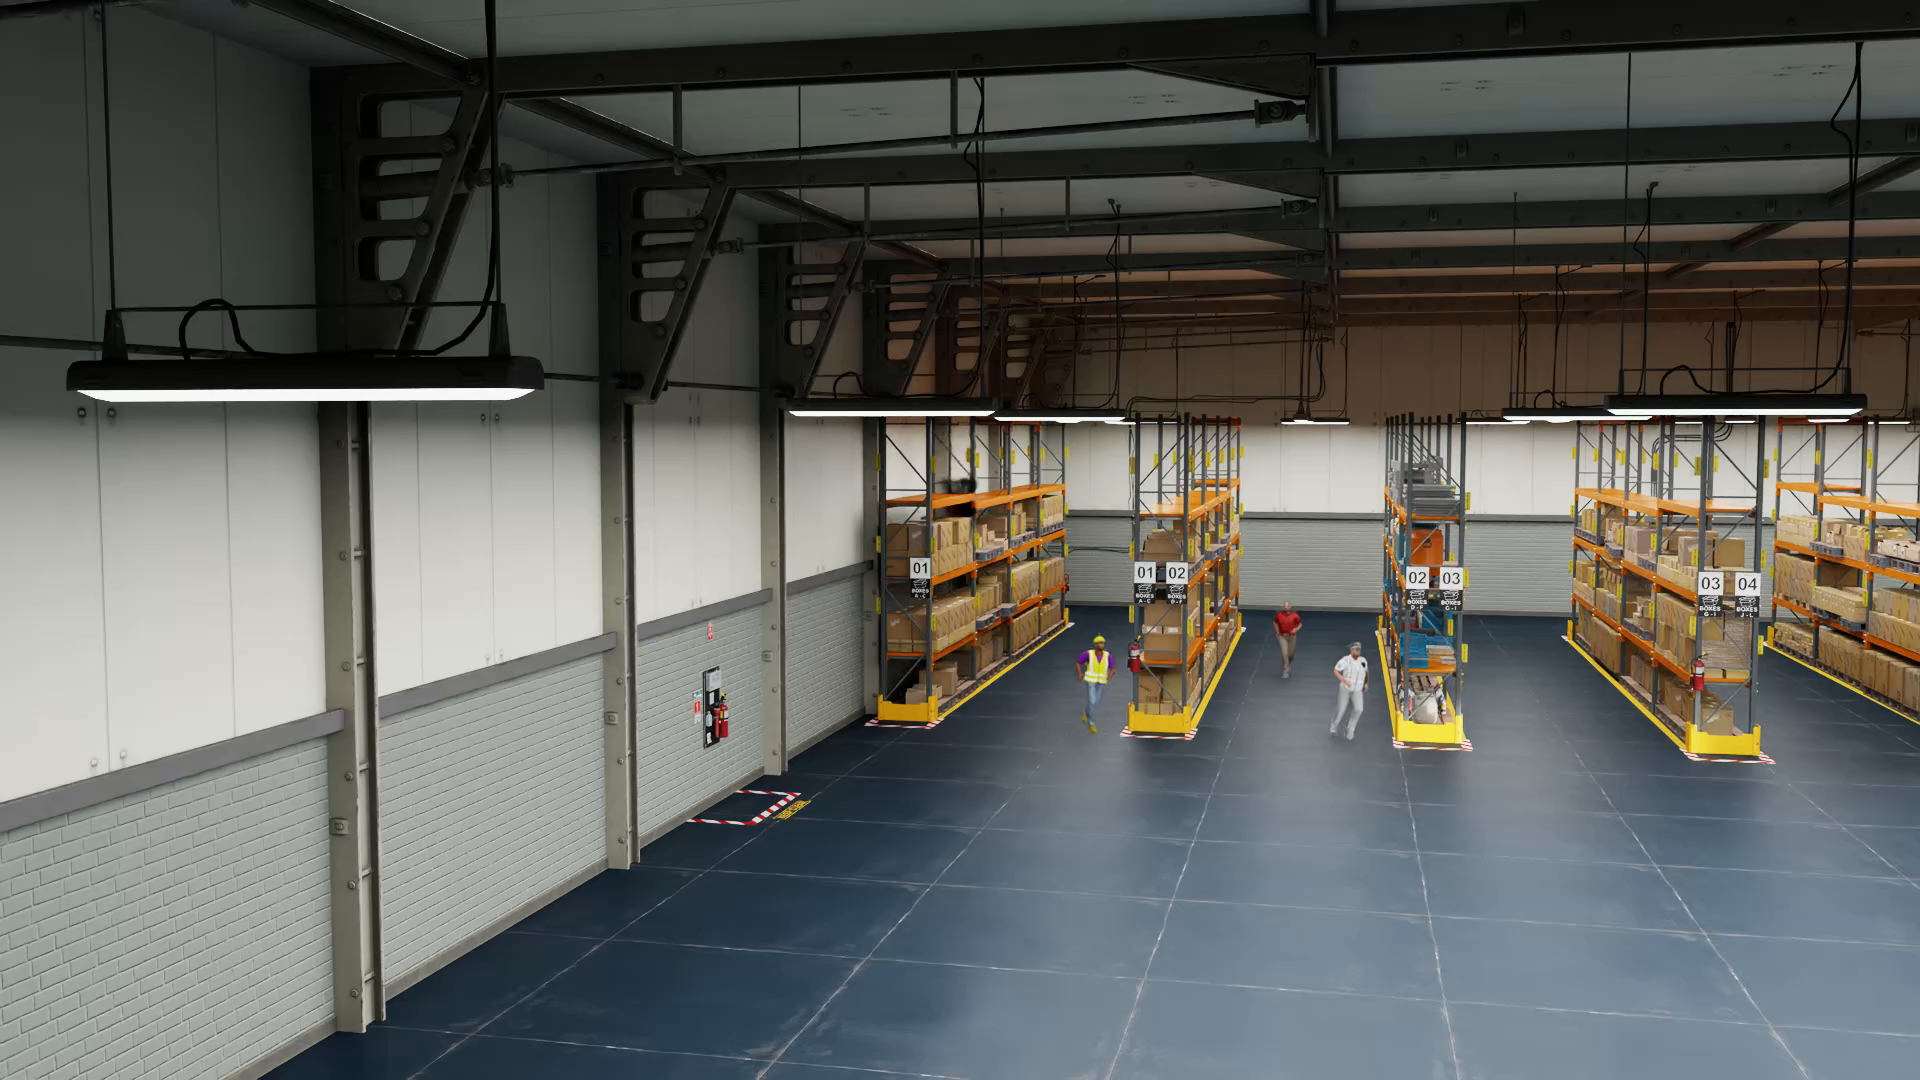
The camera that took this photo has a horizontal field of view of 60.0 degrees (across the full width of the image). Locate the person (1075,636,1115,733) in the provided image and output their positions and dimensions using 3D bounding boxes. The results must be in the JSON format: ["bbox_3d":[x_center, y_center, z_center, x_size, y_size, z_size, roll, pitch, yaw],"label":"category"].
[{"bbox_3d":[2.550,2.668,31.043,0.733,1.749,0.795,-1,4,-16],"label":"person"}]

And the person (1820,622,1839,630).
[{"bbox_3d":[23.028,1.937,43.871,0.645,1.675,0.637,-2,5,-31],"label":"person"}]

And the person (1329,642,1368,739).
[{"bbox_3d":[7.265,2.782,30.833,0.734,1.808,0.696,0,4,-6],"label":"person"}]

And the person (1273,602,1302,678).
[{"bbox_3d":[7.553,2.317,38.367,0.647,1.666,0.829,1,4,11],"label":"person"}]
